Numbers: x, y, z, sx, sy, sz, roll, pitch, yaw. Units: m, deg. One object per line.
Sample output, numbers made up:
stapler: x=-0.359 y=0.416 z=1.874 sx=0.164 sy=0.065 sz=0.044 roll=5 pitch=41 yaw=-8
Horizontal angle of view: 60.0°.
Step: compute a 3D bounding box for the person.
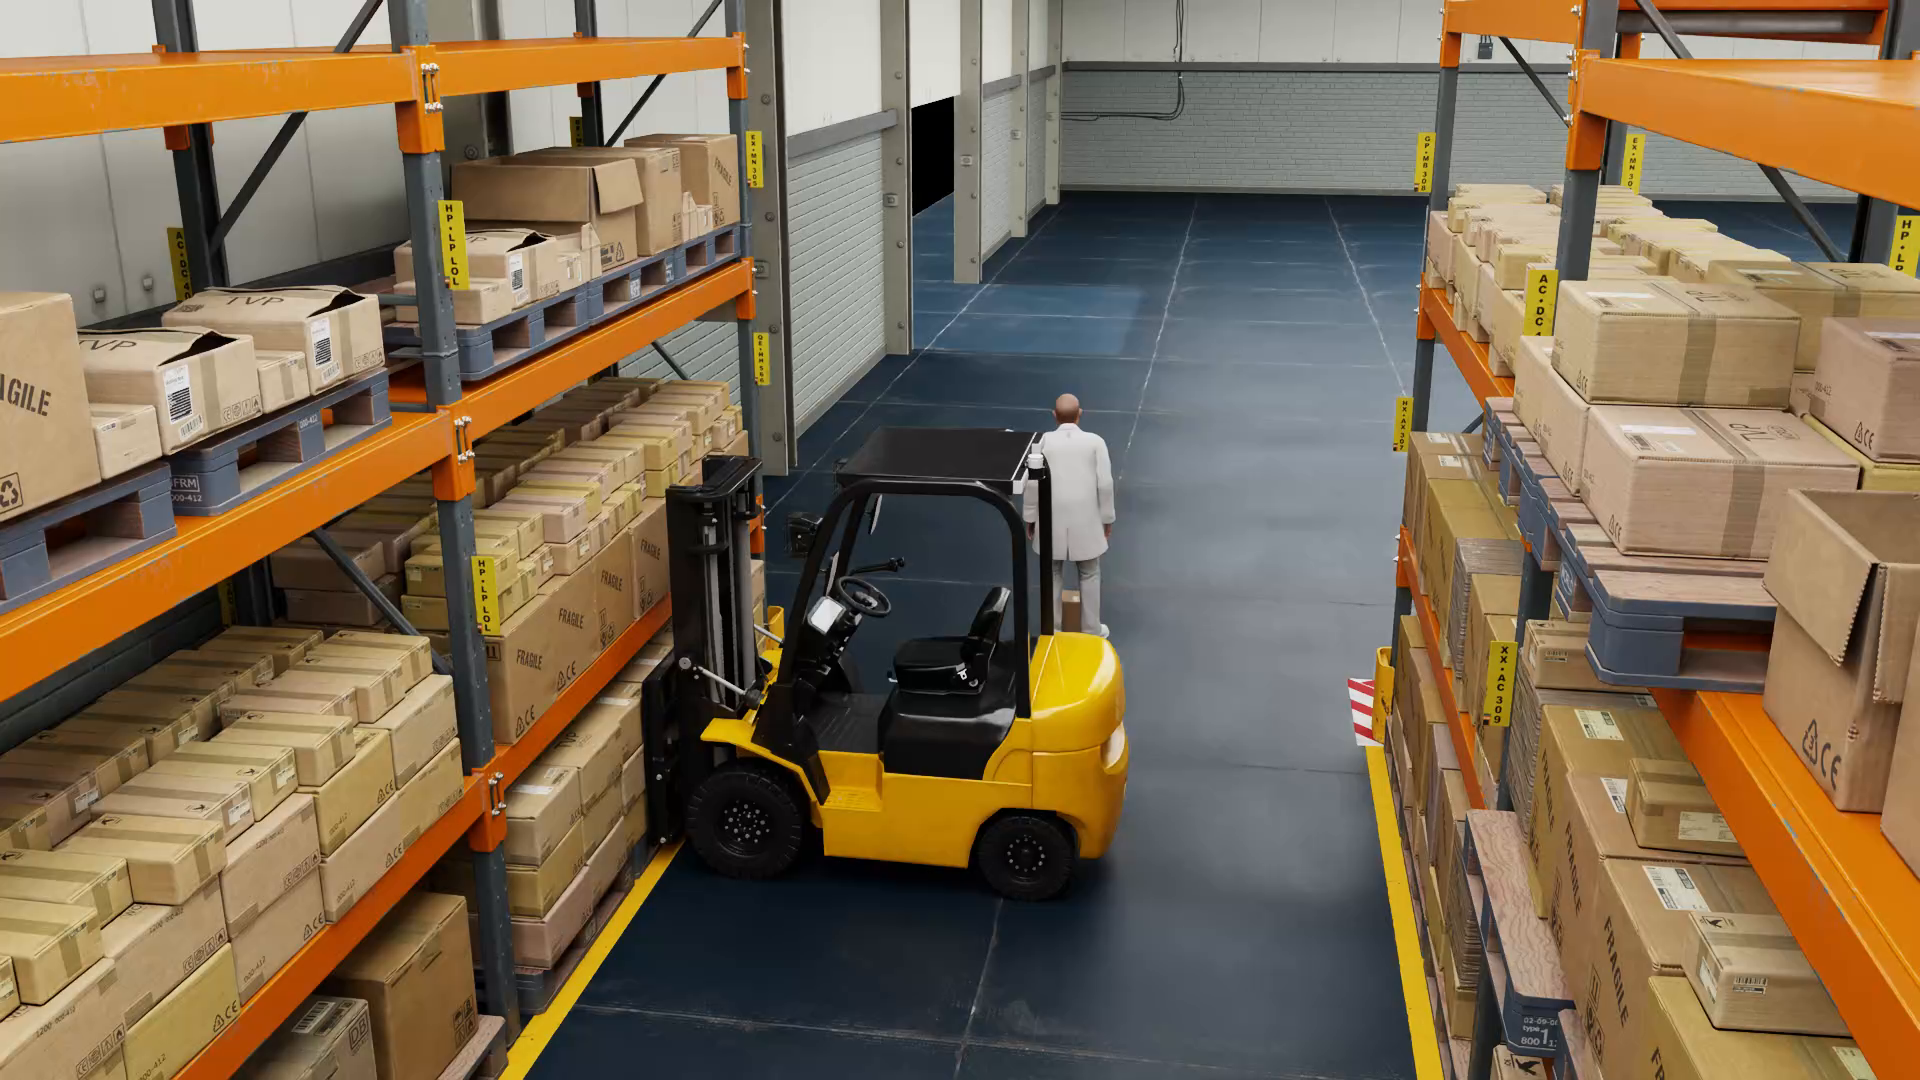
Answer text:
person: x=0.748 y=-0.130 z=11.490 sx=0.645 sy=1.772 sz=0.429 roll=2 pitch=18 yaw=6
